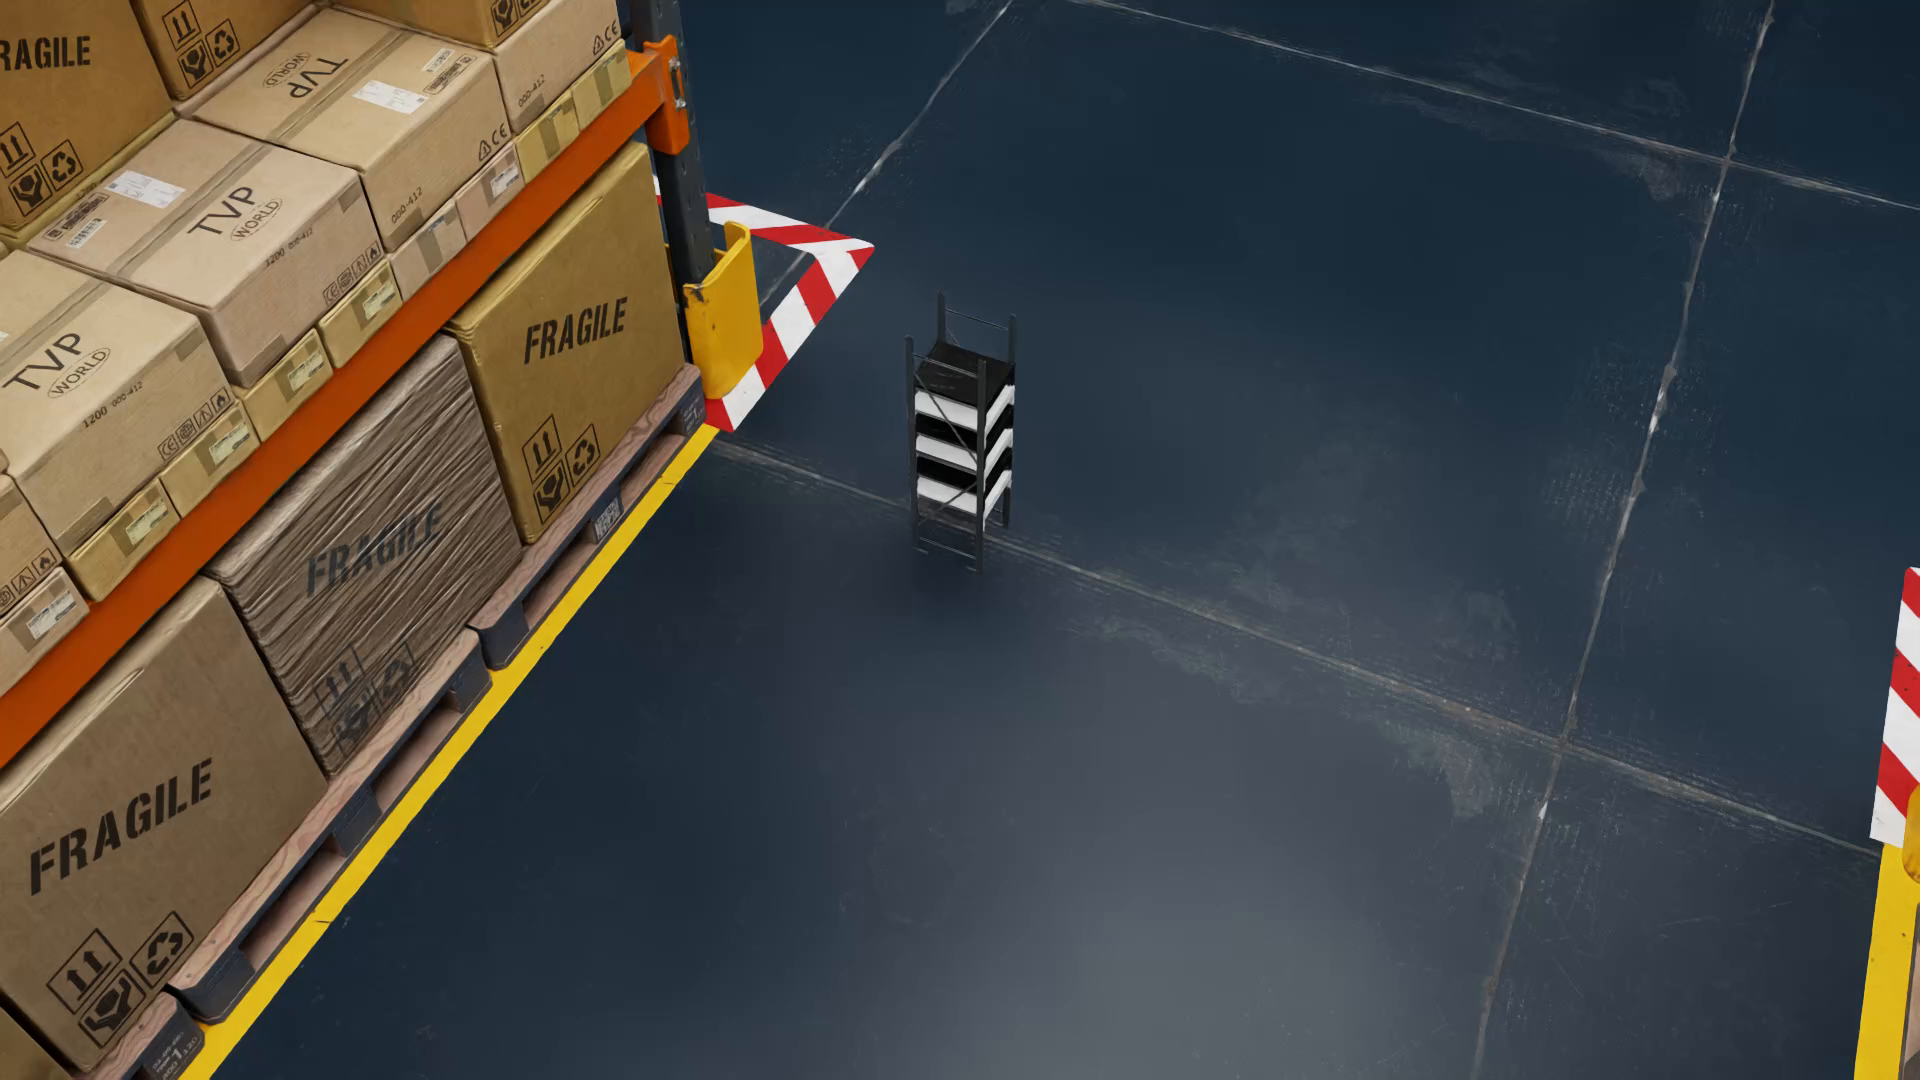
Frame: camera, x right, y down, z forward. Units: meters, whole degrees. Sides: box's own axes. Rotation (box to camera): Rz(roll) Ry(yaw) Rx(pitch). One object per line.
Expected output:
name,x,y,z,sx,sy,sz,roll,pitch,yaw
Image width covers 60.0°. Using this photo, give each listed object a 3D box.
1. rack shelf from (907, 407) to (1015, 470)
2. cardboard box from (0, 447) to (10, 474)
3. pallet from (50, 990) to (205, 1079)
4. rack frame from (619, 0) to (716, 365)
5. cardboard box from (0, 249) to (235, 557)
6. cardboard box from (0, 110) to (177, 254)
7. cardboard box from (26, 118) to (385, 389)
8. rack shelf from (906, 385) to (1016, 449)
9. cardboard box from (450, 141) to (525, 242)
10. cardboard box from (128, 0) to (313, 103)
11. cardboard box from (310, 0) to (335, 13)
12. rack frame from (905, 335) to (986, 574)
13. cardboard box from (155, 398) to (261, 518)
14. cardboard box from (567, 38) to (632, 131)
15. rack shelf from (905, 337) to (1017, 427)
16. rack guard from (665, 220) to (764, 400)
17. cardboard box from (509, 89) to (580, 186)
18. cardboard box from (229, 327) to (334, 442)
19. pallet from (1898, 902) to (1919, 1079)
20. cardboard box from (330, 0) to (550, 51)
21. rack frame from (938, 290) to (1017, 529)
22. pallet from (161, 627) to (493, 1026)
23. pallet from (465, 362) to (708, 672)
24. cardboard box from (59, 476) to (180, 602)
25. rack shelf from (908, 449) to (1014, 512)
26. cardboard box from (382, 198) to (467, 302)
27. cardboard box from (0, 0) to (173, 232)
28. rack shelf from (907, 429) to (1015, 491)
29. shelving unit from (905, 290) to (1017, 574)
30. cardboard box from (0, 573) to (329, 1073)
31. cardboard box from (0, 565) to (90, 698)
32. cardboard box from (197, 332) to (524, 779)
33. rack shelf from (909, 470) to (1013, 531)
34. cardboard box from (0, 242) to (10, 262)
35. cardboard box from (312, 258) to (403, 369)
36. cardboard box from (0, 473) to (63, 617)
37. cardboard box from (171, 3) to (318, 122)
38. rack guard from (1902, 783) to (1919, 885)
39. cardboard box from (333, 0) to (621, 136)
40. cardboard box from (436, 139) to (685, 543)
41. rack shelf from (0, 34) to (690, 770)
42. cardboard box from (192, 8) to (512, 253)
rack shelf,0.003,-0.334,4.869,0.258,0.077,0.200,20,52,16
cardboard box,-2.115,-0.204,2.865,0.500,0.500,0.500,18,52,15
pallet,-2.590,1.435,3.890,1.003,0.211,1.213,20,52,16
rack frame,-1.277,-1.725,4.748,1.000,3.000,0.127,20,52,16
cardboard box,-1.897,-0.293,3.433,0.500,0.250,0.500,20,52,16
cardboard box,-2.160,-0.825,3.886,0.500,0.250,0.500,18,52,15
cardboard box,-1.678,-0.653,3.739,0.500,0.250,0.500,18,52,15
rack shelf,0.003,-0.392,4.800,0.258,0.077,0.200,20,52,16
cardboard box,-1.350,-0.938,4.244,0.380,0.149,0.250,20,52,16
cardboard box,-1.940,-1.429,3.907,0.500,0.500,0.500,19,52,15
cardboard box,-1.726,-1.530,4.486,0.500,0.250,0.500,19,52,15
rack frame,-0.040,-0.227,4.852,0.240,0.900,0.006,20,52,16
cardboard box,-1.785,-0.239,3.648,0.380,0.149,0.250,21,53,17
cardboard box,-1.131,-1.291,4.544,0.380,0.149,0.250,21,53,17
rack shelf,0.003,-0.451,4.732,0.258,0.077,0.200,20,52,16
rack guard,-1.267,-0.931,5.714,1.175,0.500,0.348,20,52,16
cardboard box,-1.241,-1.112,4.391,0.380,0.149,0.250,20,53,16
cardboard box,-1.677,-0.409,3.793,0.380,0.149,0.250,20,52,16
pallet,2.753,1.462,3.867,1.003,0.211,1.213,20,52,16
cardboard box,-1.247,-1.595,4.048,0.500,0.500,0.500,20,53,17
rack frame,0.047,-0.367,4.972,0.240,0.900,0.006,20,52,16
pallet,-2.070,0.592,4.608,1.003,0.211,1.213,20,52,16
pallet,-1.548,-0.245,5.320,1.003,0.211,1.213,20,52,16
cardboard box,-1.894,-0.058,3.495,0.380,0.149,0.250,18,52,15
rack shelf,0.003,-0.217,5.006,0.258,0.077,0.200,20,52,16
cardboard box,-1.457,-0.767,4.098,0.380,0.149,0.250,21,53,17
cardboard box,-2.156,-1.070,3.602,0.500,0.500,0.500,19,52,15
rack shelf,0.003,-0.276,4.937,0.258,0.077,0.200,20,52,16
shelving unit,0.003,-0.297,4.912,0.258,0.900,0.210,20,52,16
cardboard box,-2.247,0.534,3.946,0.875,0.875,0.875,20,52,16
cardboard box,-2.005,0.123,3.341,0.380,0.149,0.250,20,53,16
cardboard box,-1.867,-0.079,4.467,0.875,0.875,0.875,20,52,16
rack shelf,0.003,-0.159,5.075,0.258,0.077,0.200,20,52,16
cardboard box,-2.378,-0.464,3.579,0.500,0.250,0.500,19,52,15
cardboard box,-1.566,-0.587,3.945,0.380,0.149,0.250,19,52,15
cardboard box,-2.115,0.044,3.146,0.500,0.250,0.500,21,53,17
cardboard box,-1.942,-1.170,4.179,0.500,0.250,0.500,19,52,16
rack guard,3.132,0.821,4.223,1.175,0.500,0.348,20,52,16
cardboard box,-1.244,-1.353,4.335,0.500,0.250,0.500,19,52,16
cardboard box,-1.478,-0.706,5.000,0.875,0.875,0.875,20,52,16
rack shelf,-2.131,-0.115,3.850,1.077,0.370,4.000,20,52,16
cardboard box,-1.461,-1.004,4.038,0.500,0.250,0.500,19,52,15
